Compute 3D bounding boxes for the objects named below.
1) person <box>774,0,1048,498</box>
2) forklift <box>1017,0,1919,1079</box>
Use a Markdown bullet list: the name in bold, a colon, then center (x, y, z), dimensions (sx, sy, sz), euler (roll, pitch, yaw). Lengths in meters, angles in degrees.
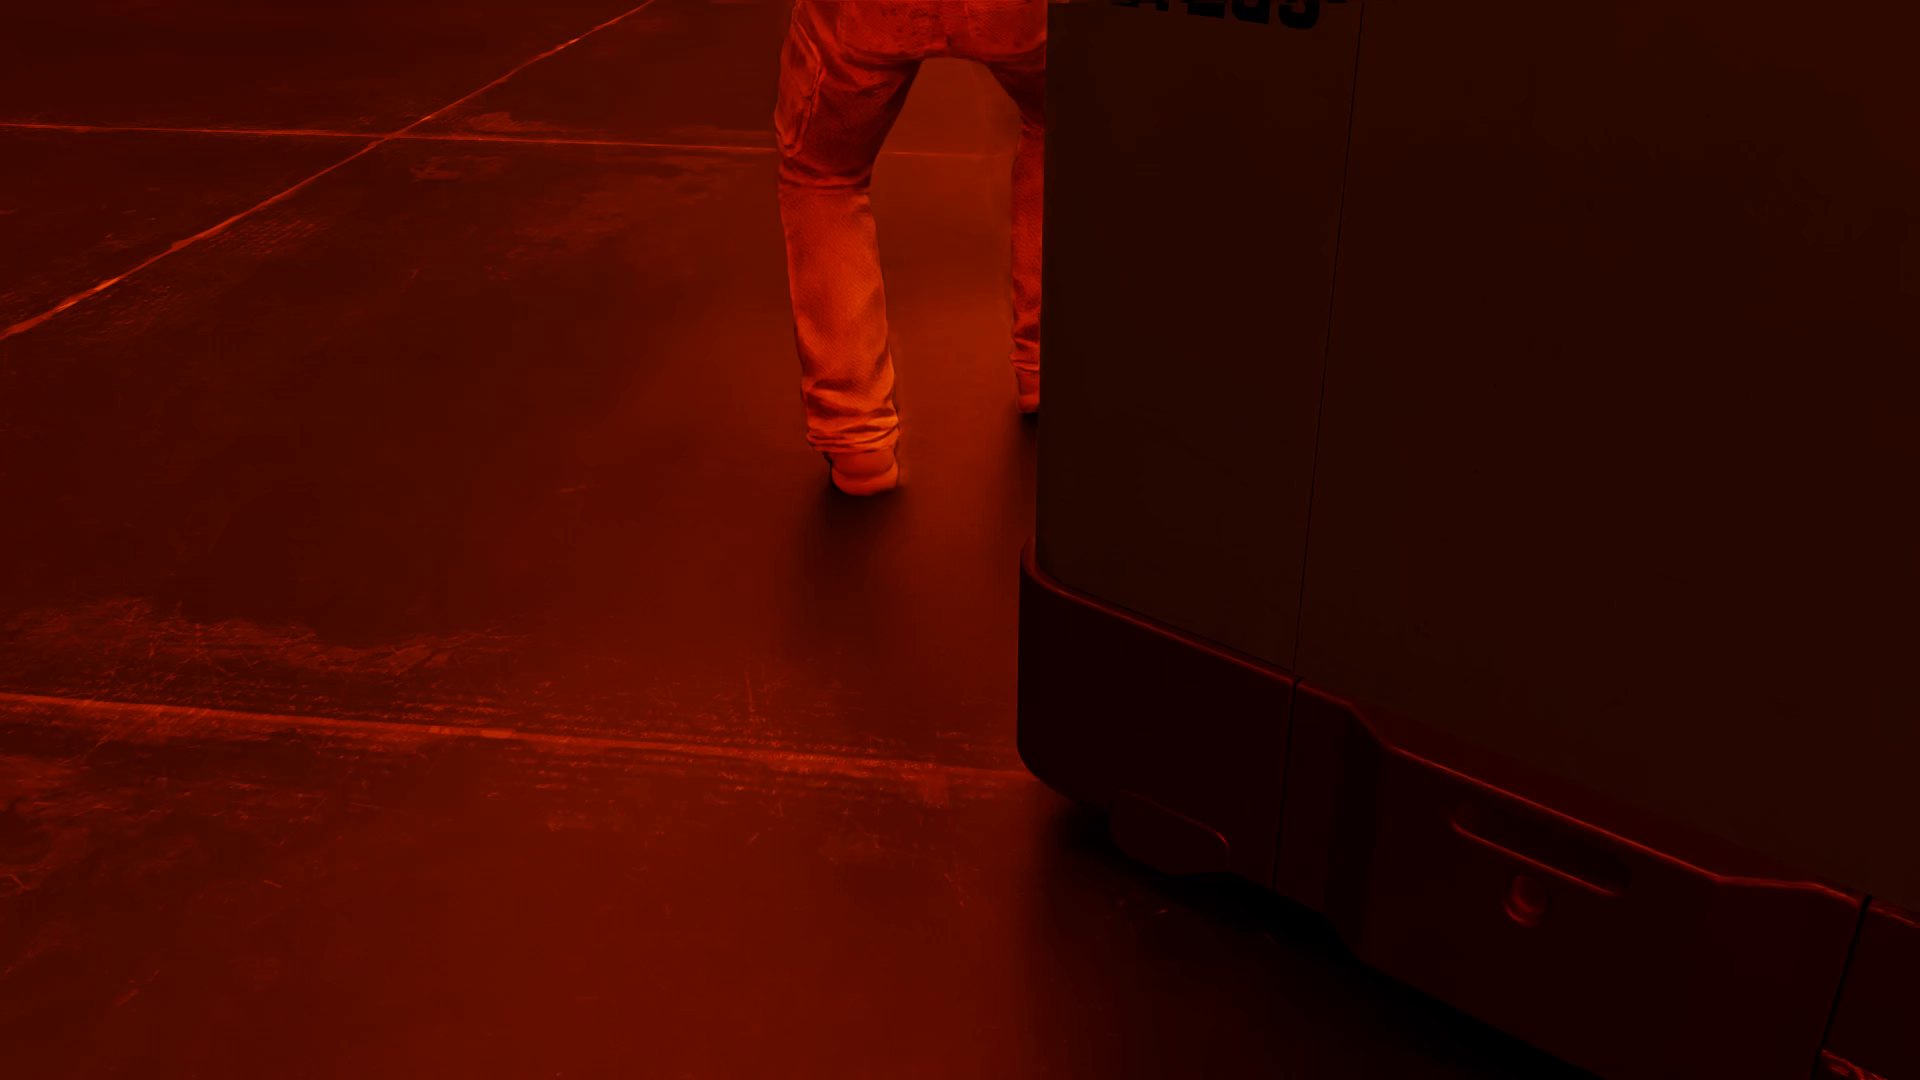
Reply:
- **person**: center (0.062, -0.929, 2.539), dimensions (0.902, 1.700, 0.638), euler (0, 27, 0)
- **forklift**: center (1.513, -0.749, 0.718), dimensions (3.031, 2.935, 1.130), euler (21, 33, 36)
